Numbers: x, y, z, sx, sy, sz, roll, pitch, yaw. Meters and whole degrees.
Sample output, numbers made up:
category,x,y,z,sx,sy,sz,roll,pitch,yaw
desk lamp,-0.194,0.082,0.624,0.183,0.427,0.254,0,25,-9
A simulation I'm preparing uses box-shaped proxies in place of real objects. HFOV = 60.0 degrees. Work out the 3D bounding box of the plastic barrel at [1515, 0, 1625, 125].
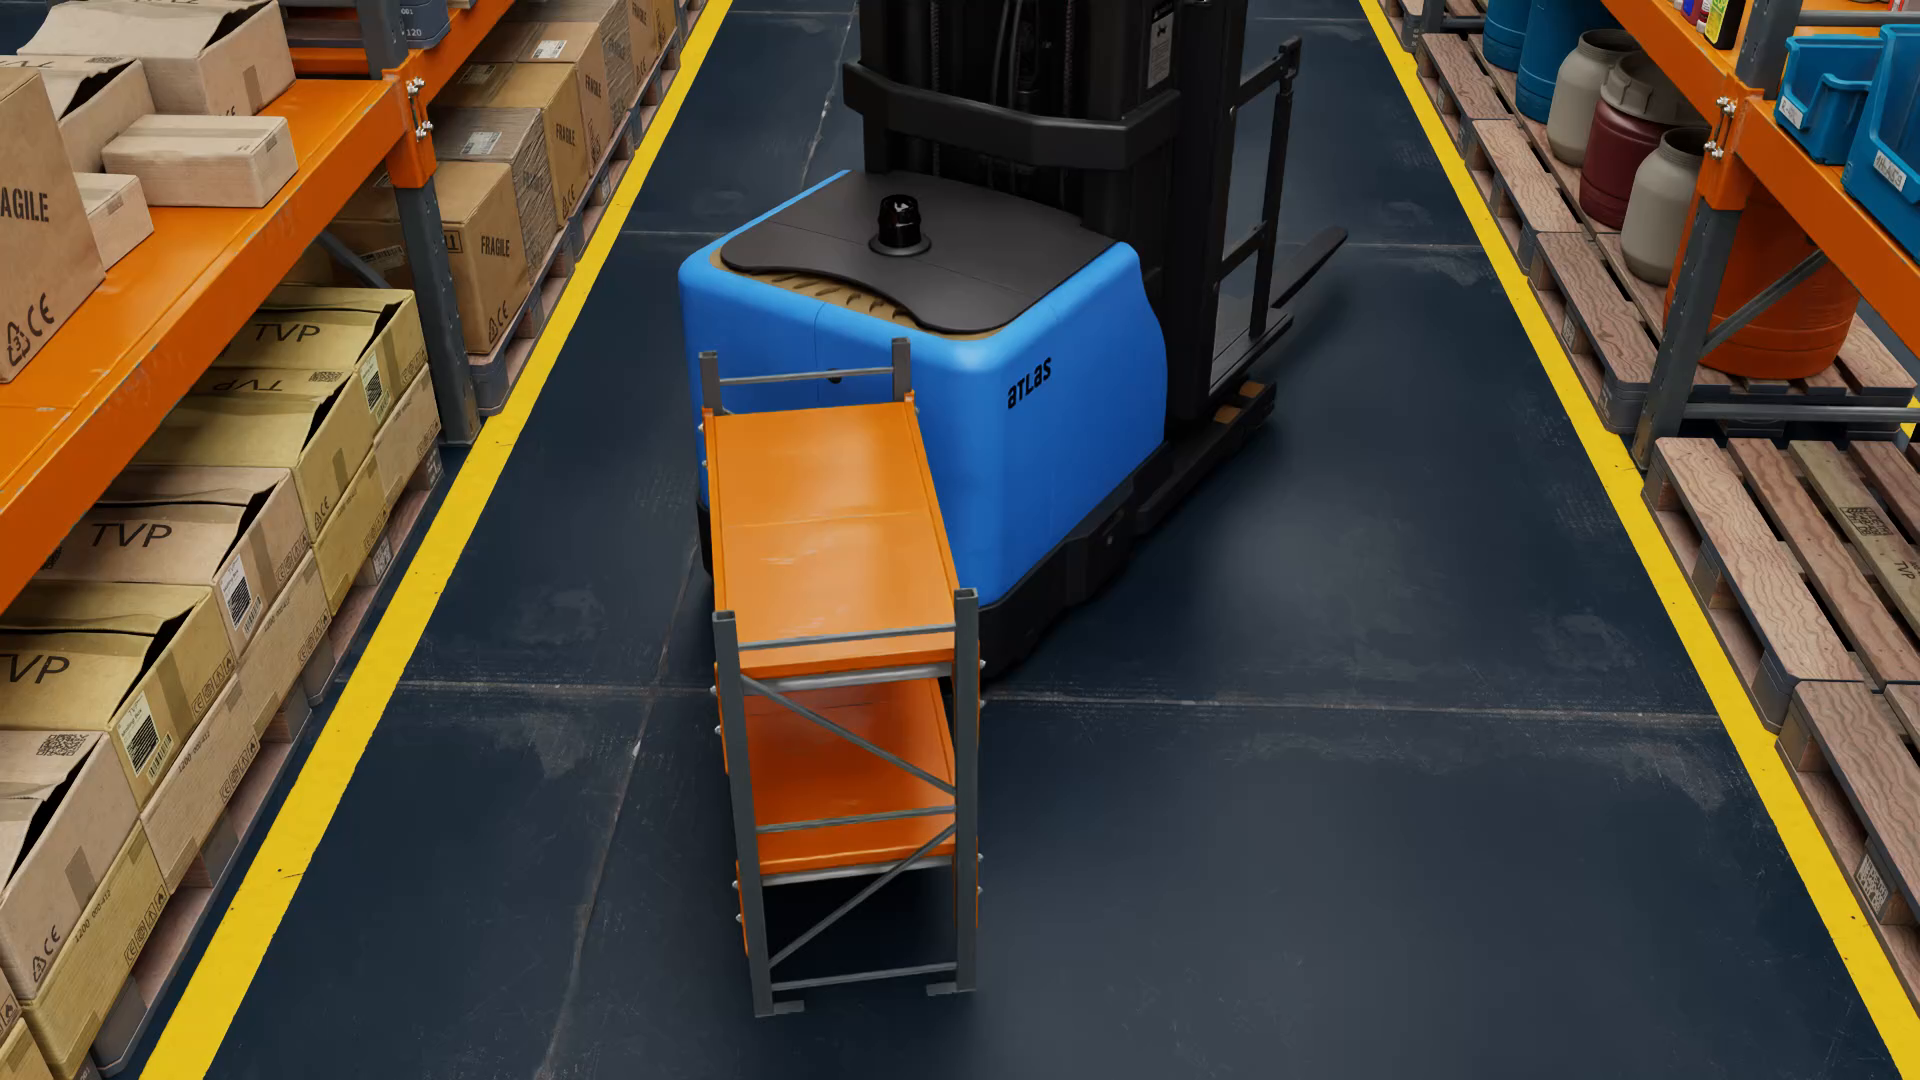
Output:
category,x,y,z,sx,sy,sz,roll,pitch,yaw
plastic barrel,2.873,-2.367,7.470,0.600,0.901,0.708,1,35,2

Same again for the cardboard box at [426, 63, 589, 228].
category,x,y,z,sx,sy,sz,roll,pitch,yaw
cardboard box,-1.825,-1.593,6.699,0.500,0.500,0.500,1,35,1

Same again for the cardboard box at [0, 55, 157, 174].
category,x,y,z,sx,sy,sz,roll,pitch,yaw
cardboard box,-2.399,-1.046,4.207,0.500,0.311,0.500,1,35,1

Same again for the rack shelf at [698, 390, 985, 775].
category,x,y,z,sx,sy,sz,roll,pitch,yaw
rack shelf,-0.291,0.052,3.688,0.538,0.278,1.000,-5,35,-7

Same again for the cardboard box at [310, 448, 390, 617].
category,x,y,z,sx,sy,sz,roll,pitch,yaw
cardboard box,-1.964,-0.034,4.716,0.500,0.250,0.500,1,35,1

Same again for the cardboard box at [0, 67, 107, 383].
category,x,y,z,sx,sy,sz,roll,pitch,yaw
cardboard box,-2.220,-0.668,3.505,0.500,0.500,0.500,0,35,-1

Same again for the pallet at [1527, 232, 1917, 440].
category,x,y,z,sx,sy,sz,roll,pitch,yaw
pallet,2.770,-0.788,6.188,1.003,0.211,1.213,1,35,2

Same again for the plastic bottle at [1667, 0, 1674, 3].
category,x,y,z,sx,sy,sz,roll,pitch,yaw
plastic bottle,2.406,-1.890,5.504,0.097,0.201,0.097,0,35,0

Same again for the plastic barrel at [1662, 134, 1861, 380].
category,x,y,z,sx,sy,sz,roll,pitch,yaw
plastic barrel,2.782,-1.040,5.644,0.600,0.830,0.708,1,35,2

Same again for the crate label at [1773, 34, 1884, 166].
category,x,y,z,sx,sy,sz,roll,pitch,yaw
crate label,2.388,-1.173,4.456,0.303,0.233,0.416,1,35,2

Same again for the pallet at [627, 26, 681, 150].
category,x,y,z,sx,sy,sz,roll,pitch,yaw
pallet,-2.004,-2.280,8.311,1.003,0.211,1.213,1,35,2

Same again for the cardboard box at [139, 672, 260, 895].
category,x,y,z,sx,sy,sz,roll,pitch,yaw
cardboard box,-2.005,0.550,3.884,0.500,0.250,0.500,2,35,3

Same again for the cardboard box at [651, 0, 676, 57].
category,x,y,z,sx,sy,sz,roll,pitch,yaw
cardboard box,-1.742,-2.757,8.355,0.500,0.500,0.500,1,35,2

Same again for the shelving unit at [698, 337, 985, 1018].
category,x,y,z,sx,sy,sz,roll,pitch,yaw
shelving unit,-0.291,0.292,3.856,0.538,1.125,1.048,-5,35,-7

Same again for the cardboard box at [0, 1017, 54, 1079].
category,x,y,z,sx,sy,sz,roll,pitch,yaw
cardboard box,-2.044,1.140,3.045,0.500,0.250,0.500,2,35,3

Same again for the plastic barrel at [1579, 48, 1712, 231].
category,x,y,z,sx,sy,sz,roll,pitch,yaw
plastic barrel,2.828,-1.590,6.636,0.600,0.588,0.708,1,35,2

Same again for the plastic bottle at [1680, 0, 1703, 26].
category,x,y,z,sx,sy,sz,roll,pitch,yaw
plastic bottle,2.379,-1.802,5.307,0.061,0.283,0.133,1,35,2

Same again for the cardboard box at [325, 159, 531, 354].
category,x,y,z,sx,sy,sz,roll,pitch,yaw
cardboard box,-1.866,-1.004,5.861,0.500,0.500,0.500,3,35,4

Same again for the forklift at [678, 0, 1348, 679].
category,x,y,z,sx,sy,sz,roll,pitch,yaw
forklift,0.444,-1.626,5.015,1.130,2.935,3.031,20,40,26

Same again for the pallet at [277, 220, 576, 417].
category,x,y,z,sx,sy,sz,roll,pitch,yaw
pallet,-2.102,-0.879,6.317,1.003,0.211,1.213,1,35,2

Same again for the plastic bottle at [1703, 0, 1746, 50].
category,x,y,z,sx,sy,sz,roll,pitch,yaw
plastic bottle,2.370,-1.669,5.118,0.061,0.283,0.133,1,35,2

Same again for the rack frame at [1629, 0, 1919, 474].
category,x,y,z,sx,sy,sz,roll,pitch,yaw
rack frame,2.780,-1.475,4.740,1.000,3.000,0.127,1,35,2

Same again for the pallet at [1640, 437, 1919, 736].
category,x,y,z,sx,sy,sz,roll,pitch,yaw
pallet,2.710,0.110,4.910,1.003,0.211,1.213,1,35,2

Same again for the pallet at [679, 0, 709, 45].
category,x,y,z,sx,sy,sz,roll,pitch,yaw
pallet,-1.980,-3.143,9.539,1.003,0.211,1.213,1,35,2

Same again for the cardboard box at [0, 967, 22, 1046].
category,x,y,z,sx,sy,sz,roll,pitch,yaw
cardboard box,-2.039,0.911,2.883,0.500,0.311,0.500,1,35,1

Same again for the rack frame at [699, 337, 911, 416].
category,x,y,z,sx,sy,sz,roll,pitch,yaw
rack frame,-0.367,0.003,4.267,0.500,1.125,0.032,-5,35,-7

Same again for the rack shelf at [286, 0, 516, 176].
category,x,y,z,sx,sy,sz,roll,pitch,yaw
rack shelf,-2.089,-2.446,6.748,1.077,0.370,4.000,1,35,2

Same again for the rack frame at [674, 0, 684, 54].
category,x,y,z,sx,sy,sz,roll,pitch,yaw
rack frame,-2.009,-3.890,8.176,1.000,3.000,0.127,1,35,2

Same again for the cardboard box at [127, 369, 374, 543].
category,x,y,z,sx,sy,sz,roll,pitch,yaw
cardboard box,-1.959,-0.262,4.553,0.500,0.311,0.500,1,35,1

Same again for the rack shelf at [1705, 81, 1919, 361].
category,x,y,z,sx,sy,sz,roll,pitch,yaw
rack shelf,2.699,-0.032,3.312,1.077,0.370,4.000,1,35,2

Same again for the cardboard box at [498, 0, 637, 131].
category,x,y,z,sx,sy,sz,roll,pitch,yaw
cardboard box,-1.791,-2.185,7.541,0.500,0.500,0.500,2,35,2

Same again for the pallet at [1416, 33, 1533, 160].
category,x,y,z,sx,sy,sz,roll,pitch,yaw
pallet,2.868,-2.190,8.182,1.003,0.211,1.213,1,35,2

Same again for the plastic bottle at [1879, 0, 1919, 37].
category,x,y,z,sx,sy,sz,roll,pitch,yaw
plastic bottle,2.968,-1.669,5.124,0.152,0.276,0.135,1,35,2

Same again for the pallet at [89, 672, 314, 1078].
category,x,y,z,sx,sy,sz,roll,pitch,yaw
pallet,-2.293,0.721,4.041,1.003,0.211,1.213,1,35,2

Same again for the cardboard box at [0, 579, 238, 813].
category,x,y,z,sx,sy,sz,roll,pitch,yaw
cardboard box,-2.004,0.315,3.731,0.500,0.311,0.500,2,35,3
